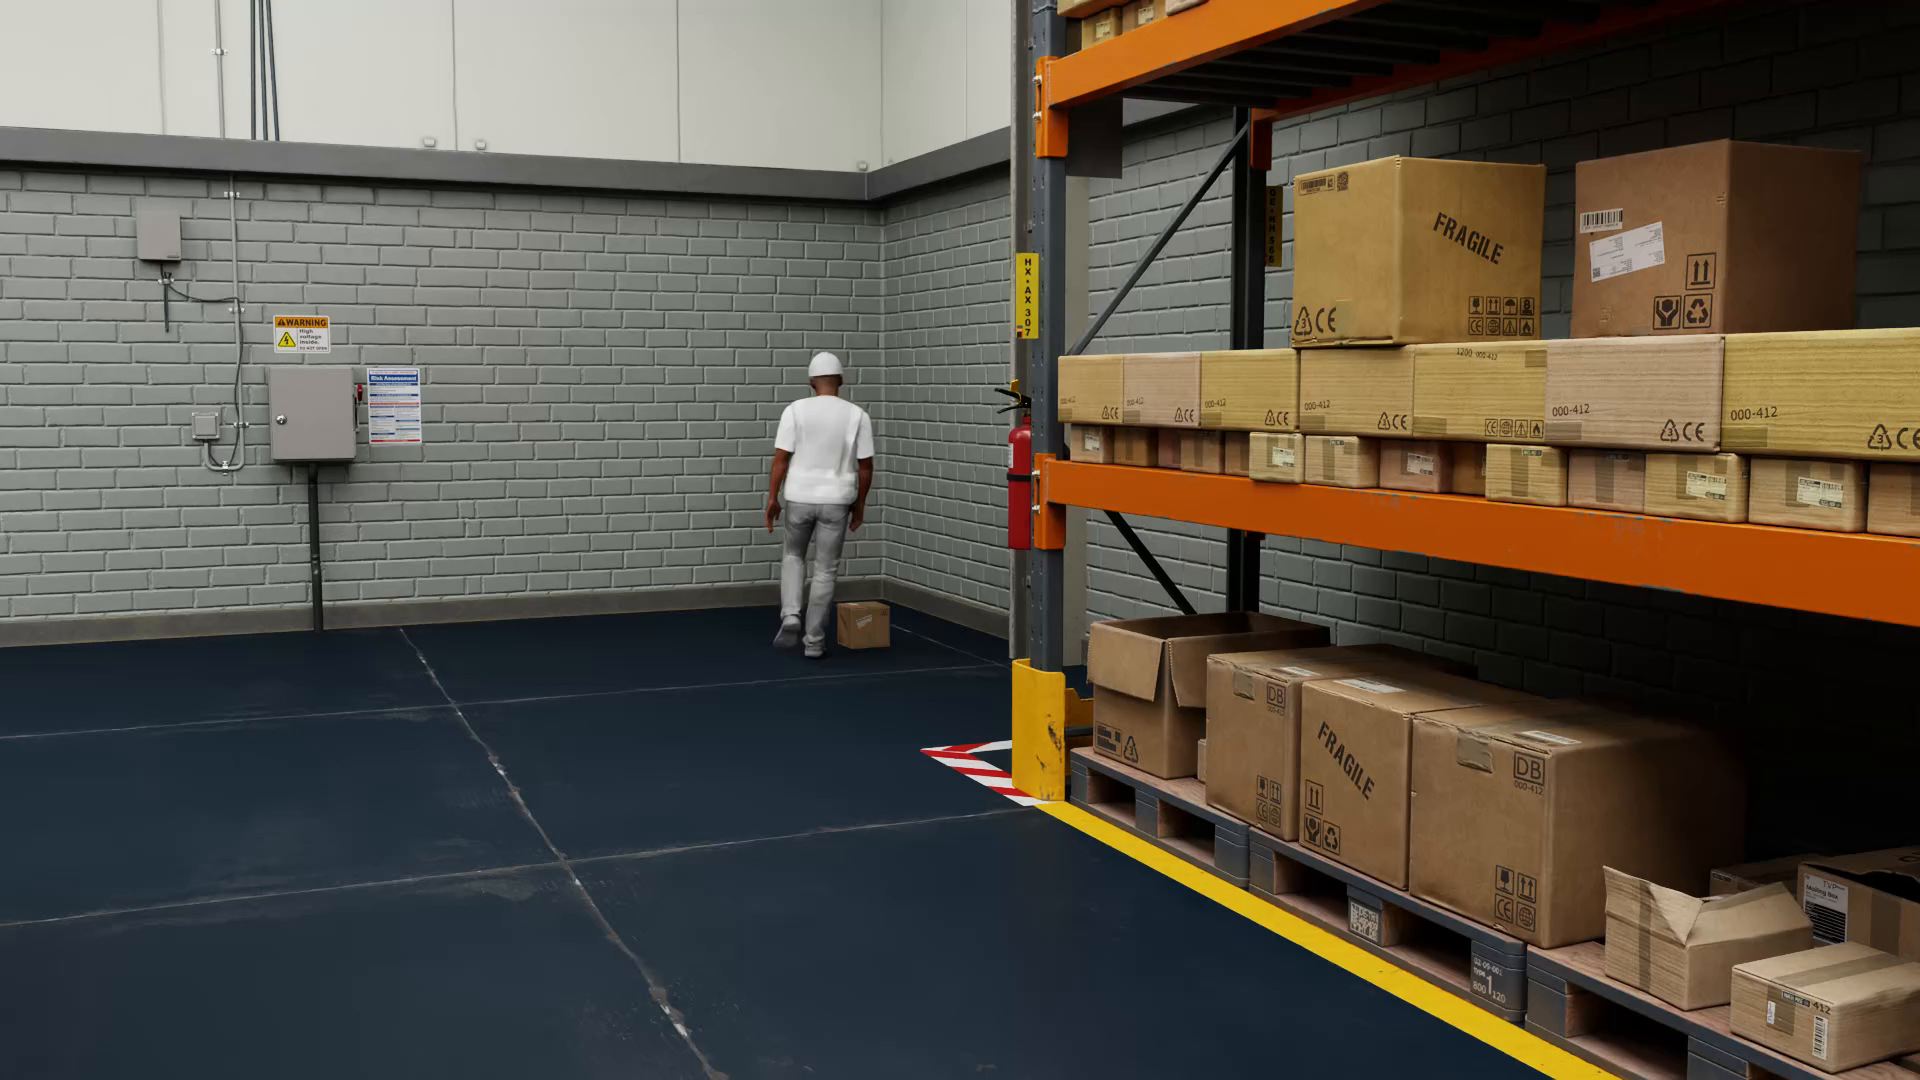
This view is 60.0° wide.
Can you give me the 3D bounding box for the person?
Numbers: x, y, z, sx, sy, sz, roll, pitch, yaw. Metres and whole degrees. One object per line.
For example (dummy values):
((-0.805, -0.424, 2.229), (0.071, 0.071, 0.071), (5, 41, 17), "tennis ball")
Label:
((-0.816, -0.212, 9.760), (0.634, 1.769, 0.483), (0, 5, -2), "person")
